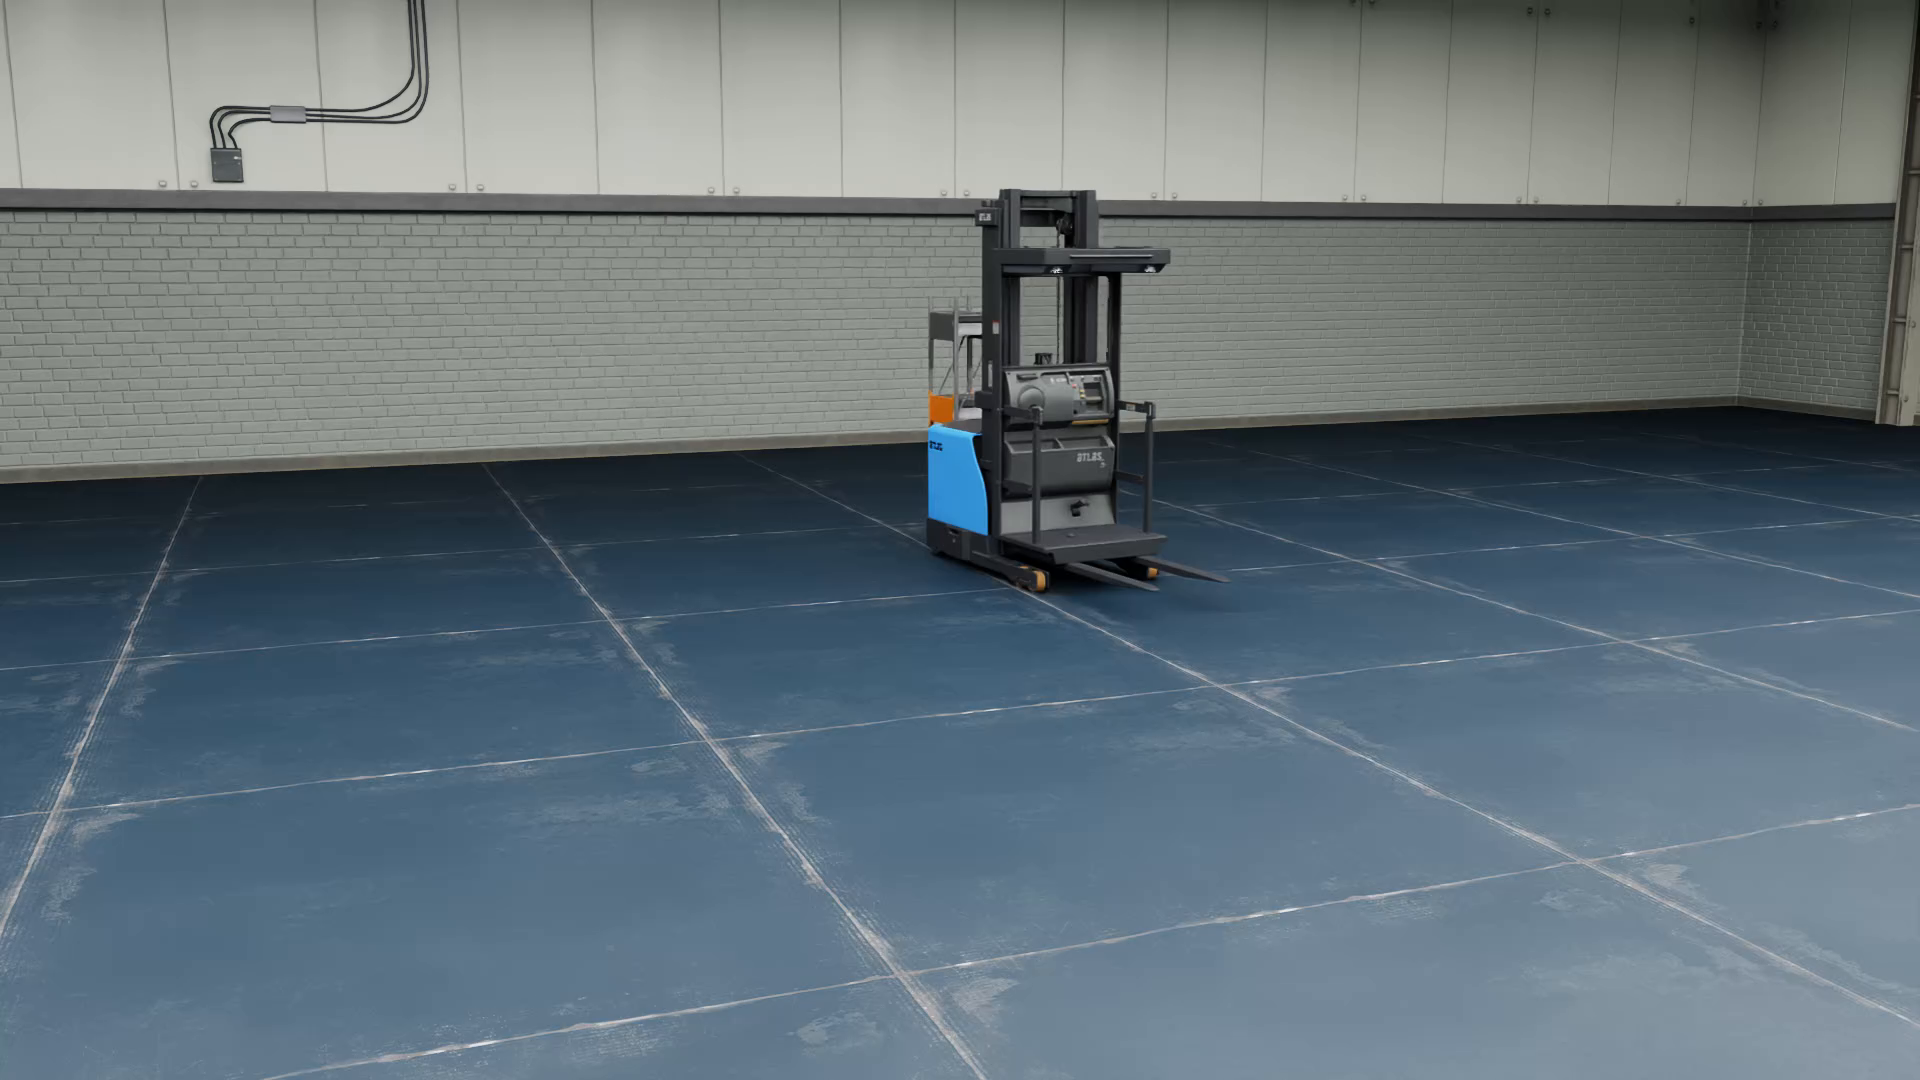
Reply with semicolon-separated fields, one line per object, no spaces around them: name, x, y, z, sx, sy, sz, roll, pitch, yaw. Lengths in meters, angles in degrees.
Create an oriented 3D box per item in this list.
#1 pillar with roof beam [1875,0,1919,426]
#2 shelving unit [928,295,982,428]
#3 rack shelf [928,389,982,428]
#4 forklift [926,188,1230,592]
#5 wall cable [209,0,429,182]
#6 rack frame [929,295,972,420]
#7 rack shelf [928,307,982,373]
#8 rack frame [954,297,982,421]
pillar with roof beam;9.303;-5.806;21.367;9.100;9.000;0.400;-4;11;-21
shelving unit;0.025;-1.013;14.119;0.431;2.100;0.503;-5;11;-26
rack shelf;0.025;-1.000;14.121;0.431;0.518;0.480;-5;11;-26
forklift;0.867;-1.146;12.493;1.130;2.935;3.031;-5;11;-28
wall cable;-7.025;-6.920;17.915;2.305;6.003;0.169;-4;11;-21
rack frame;-0.083;-1.051;14.334;0.400;2.100;0.015;-5;11;-26
rack shelf;0.025;-1.689;13.999;0.431;0.518;0.480;-5;11;-26
rack frame;0.133;-0.975;13.903;0.400;2.100;0.015;-5;11;-26
